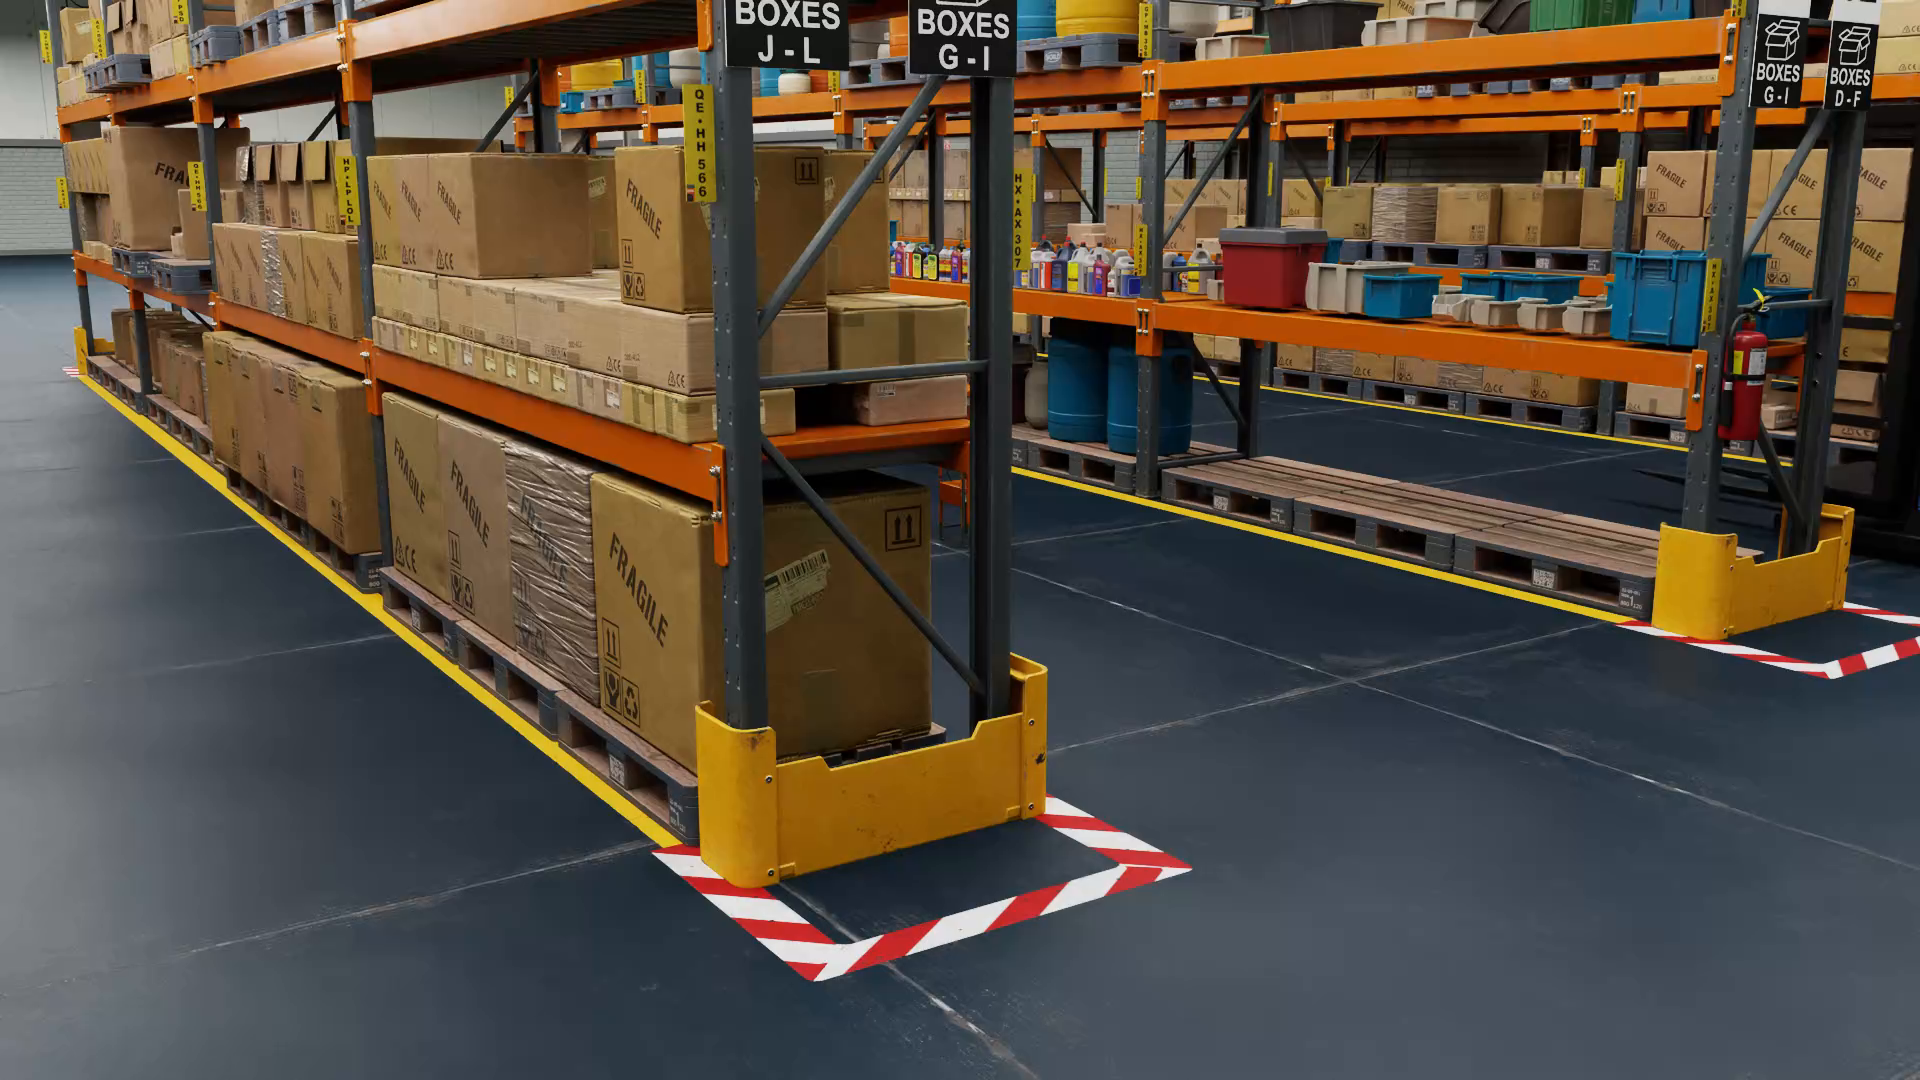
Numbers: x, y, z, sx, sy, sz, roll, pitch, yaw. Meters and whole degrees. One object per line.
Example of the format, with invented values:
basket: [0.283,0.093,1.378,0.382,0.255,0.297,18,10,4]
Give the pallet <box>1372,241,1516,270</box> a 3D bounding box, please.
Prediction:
pallet: [4.620,-2.663,15.469,1.003,0.211,1.213,-8,15,-33]

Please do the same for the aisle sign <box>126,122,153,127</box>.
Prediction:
aisle sign: [-8.927,-4.670,18.110,0.394,0.787,0.004,-8,15,-33]

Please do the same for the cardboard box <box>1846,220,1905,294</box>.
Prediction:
cardboard box: [6.655,-2.047,11.966,0.500,0.500,0.500,-8,15,-34]

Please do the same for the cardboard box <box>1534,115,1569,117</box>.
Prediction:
cardboard box: [7.037,-5.217,19.838,0.500,0.311,0.500,-8,15,-33]

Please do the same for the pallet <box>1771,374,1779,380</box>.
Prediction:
pallet: [8.706,-1.961,18.337,1.003,0.211,1.213,-8,15,-33]

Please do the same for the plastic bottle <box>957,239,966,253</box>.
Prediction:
plastic bottle: [-0.008,-2.438,14.264,0.061,0.283,0.133,-8,15,-33]

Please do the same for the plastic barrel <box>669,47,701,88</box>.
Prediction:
plastic barrel: [-2.878,-5.053,17.682,0.421,0.512,0.421,0,12,0]

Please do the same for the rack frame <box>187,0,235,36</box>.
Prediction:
rack frame: [-4.710,-4.861,11.028,1.000,3.000,0.127,-8,15,-33]

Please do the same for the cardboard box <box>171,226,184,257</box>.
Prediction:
cardboard box: [-5.859,-2.335,12.848,0.396,0.266,0.258,-9,15,-34]

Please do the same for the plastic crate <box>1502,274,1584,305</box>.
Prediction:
plastic crate: [3.253,-1.359,9.305,0.416,0.233,0.300,-8,15,-33]

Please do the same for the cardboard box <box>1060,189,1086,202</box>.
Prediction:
cardboard box: [1.335,-4.250,20.524,0.380,0.149,0.250,-8,15,-33]

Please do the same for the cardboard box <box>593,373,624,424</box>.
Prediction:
cardboard box: [-1.034,-0.501,5.717,0.380,0.149,0.250,-8,15,-33]

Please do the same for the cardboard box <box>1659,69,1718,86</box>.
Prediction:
cardboard box: [5.818,-3.667,12.941,0.500,0.250,0.500,-8,15,-33]

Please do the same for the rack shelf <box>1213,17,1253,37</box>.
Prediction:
rack shelf: [4.336,-7.334,24.028,1.077,0.370,4.000,-8,15,-33]

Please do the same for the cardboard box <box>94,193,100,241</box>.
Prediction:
cardboard box: [-8.484,-3.372,17.329,0.875,0.500,0.500,-8,15,-33]

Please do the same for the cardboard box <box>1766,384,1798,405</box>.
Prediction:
cardboard box: [6.722,-1.091,13.095,0.500,0.311,0.500,-8,15,-33]

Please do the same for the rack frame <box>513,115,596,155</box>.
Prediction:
rack frame: [-5.019,-3.940,20.856,1.000,3.000,0.127,-8,15,-33]

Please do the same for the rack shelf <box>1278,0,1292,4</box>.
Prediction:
rack shelf: [4.647,-5.131,14.880,1.077,0.370,4.000,-8,15,-33]

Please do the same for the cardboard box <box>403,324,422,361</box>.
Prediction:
cardboard box: [-2.315,-0.911,7.595,0.380,0.149,0.250,-8,14,-31]

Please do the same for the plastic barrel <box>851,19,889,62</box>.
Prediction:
plastic barrel: [-0.861,-4.399,14.761,0.600,0.901,0.600,0,12,0]

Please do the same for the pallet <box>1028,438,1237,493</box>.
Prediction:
pallet: [1.236,-0.585,12.045,1.003,0.211,1.213,-8,15,-33]

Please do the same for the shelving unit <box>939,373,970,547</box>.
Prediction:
shelving unit: [0.030,-0.503,9.706,0.215,1.050,0.252,-8,15,-33]

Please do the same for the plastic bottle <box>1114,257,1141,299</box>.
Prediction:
plastic bottle: [1.142,-1.777,11.255,0.152,0.276,0.135,-8,15,-33]

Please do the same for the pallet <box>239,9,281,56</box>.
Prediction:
pallet: [-3.687,-2.997,9.966,1.003,0.211,1.213,-7,14,-30]

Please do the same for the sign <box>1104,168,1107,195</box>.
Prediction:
sign: [1.769,-4.407,20.467,0.100,0.325,0.005,-8,15,-33]

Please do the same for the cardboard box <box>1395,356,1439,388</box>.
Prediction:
cardboard box: [4.415,-1.707,15.468,0.500,0.500,0.500,-9,15,-35]

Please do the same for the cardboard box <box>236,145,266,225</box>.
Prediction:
cardboard box: [-4.319,-2.338,10.948,0.797,0.503,0.637,-8,14,-31]

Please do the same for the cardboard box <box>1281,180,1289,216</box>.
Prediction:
cardboard box: [4.643,-4.839,23.519,0.500,0.500,0.500,-8,15,-33]

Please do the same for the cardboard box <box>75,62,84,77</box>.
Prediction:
cardboard box: [-8.490,-4.629,16.403,0.380,0.149,0.250,-9,15,-35]

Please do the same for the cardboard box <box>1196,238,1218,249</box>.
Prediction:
cardboard box: [2.785,-3.200,18.061,0.380,0.149,0.250,-7,14,-29]

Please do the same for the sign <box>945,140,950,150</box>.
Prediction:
sign: [-0.247,-7.747,32.840,0.001,0.298,0.199,-8,15,-33]

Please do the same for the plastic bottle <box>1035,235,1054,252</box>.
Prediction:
plastic bottle: [0.679,-2.235,13.175,0.144,0.351,0.185,-8,15,-33]

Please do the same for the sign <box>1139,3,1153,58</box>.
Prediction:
sign: [1.170,-3.210,10.479,0.100,0.325,0.005,-8,15,-33]

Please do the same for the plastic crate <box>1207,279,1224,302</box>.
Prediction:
plastic crate: [1.768,-1.606,10.663,0.396,0.136,0.243,-8,15,-33]

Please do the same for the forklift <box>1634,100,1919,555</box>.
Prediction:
forklift: [5.491,-1.435,9.562,1.130,2.935,3.031,-7,14,-30]

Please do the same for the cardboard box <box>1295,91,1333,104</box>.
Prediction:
cardboard box: [3.808,-4.543,16.360,0.910,0.500,0.500,-8,15,-33]

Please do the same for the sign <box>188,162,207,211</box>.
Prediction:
sign: [-5.157,-2.392,11.252,0.100,0.325,0.005,-8,15,-33]

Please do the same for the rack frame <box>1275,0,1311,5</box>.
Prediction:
rack frame: [3.539,-6.033,16.387,1.000,3.000,0.127,-8,15,-33]

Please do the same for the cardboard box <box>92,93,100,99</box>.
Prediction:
cardboard box: [-7.677,-4.178,15.277,0.500,0.250,0.500,-8,14,-31]

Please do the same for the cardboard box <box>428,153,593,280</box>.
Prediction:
cardboard box: [-1.883,-1.362,6.967,0.500,0.500,0.500,-9,15,-35]

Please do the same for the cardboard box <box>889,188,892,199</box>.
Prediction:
cardboard box: [-0.856,-4.796,23.018,0.380,0.149,0.250,-8,15,-33]

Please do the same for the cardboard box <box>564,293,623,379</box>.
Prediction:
cardboard box: [-1.048,-0.725,5.810,0.500,0.250,0.500,-8,15,-34]

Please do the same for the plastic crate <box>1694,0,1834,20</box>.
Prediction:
plastic crate: [3.864,-2.597,8.001,0.497,0.269,0.590,-8,15,-33]

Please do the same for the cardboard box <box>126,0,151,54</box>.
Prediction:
cardboard box: [-6.226,-4.100,13.344,0.797,0.503,0.637,-7,14,-30]

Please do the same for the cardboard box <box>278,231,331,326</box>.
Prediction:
cardboard box: [-3.544,-1.500,9.465,0.500,0.500,0.500,-8,15,-33]

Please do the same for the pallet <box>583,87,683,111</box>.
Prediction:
pallet: [-3.284,-4.718,17.836,1.213,0.211,1.003,-8,15,-33]

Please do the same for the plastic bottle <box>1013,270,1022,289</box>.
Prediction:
plastic bottle: [0.457,-1.997,12.261,0.152,0.276,0.135,-8,15,-33]

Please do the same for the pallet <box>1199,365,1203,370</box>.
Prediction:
pallet: [2.443,-2.108,19.007,1.003,0.211,1.213,-8,15,-33]

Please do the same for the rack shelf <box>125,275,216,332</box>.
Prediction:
rack shelf: [-5.818,-1.935,13.372,1.077,0.370,4.000,-8,15,-33]

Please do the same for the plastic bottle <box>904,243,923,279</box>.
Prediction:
plastic bottle: [-0.360,-2.259,13.460,0.152,0.276,0.135,-8,15,-33]

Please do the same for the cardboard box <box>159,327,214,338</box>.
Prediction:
cardboard box: [-7.115,-1.702,15.491,0.500,0.500,0.500,-9,15,-34]

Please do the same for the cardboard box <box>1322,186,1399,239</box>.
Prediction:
cardboard box: [3.981,-3.258,16.521,0.500,0.500,0.700,9,15,36]
